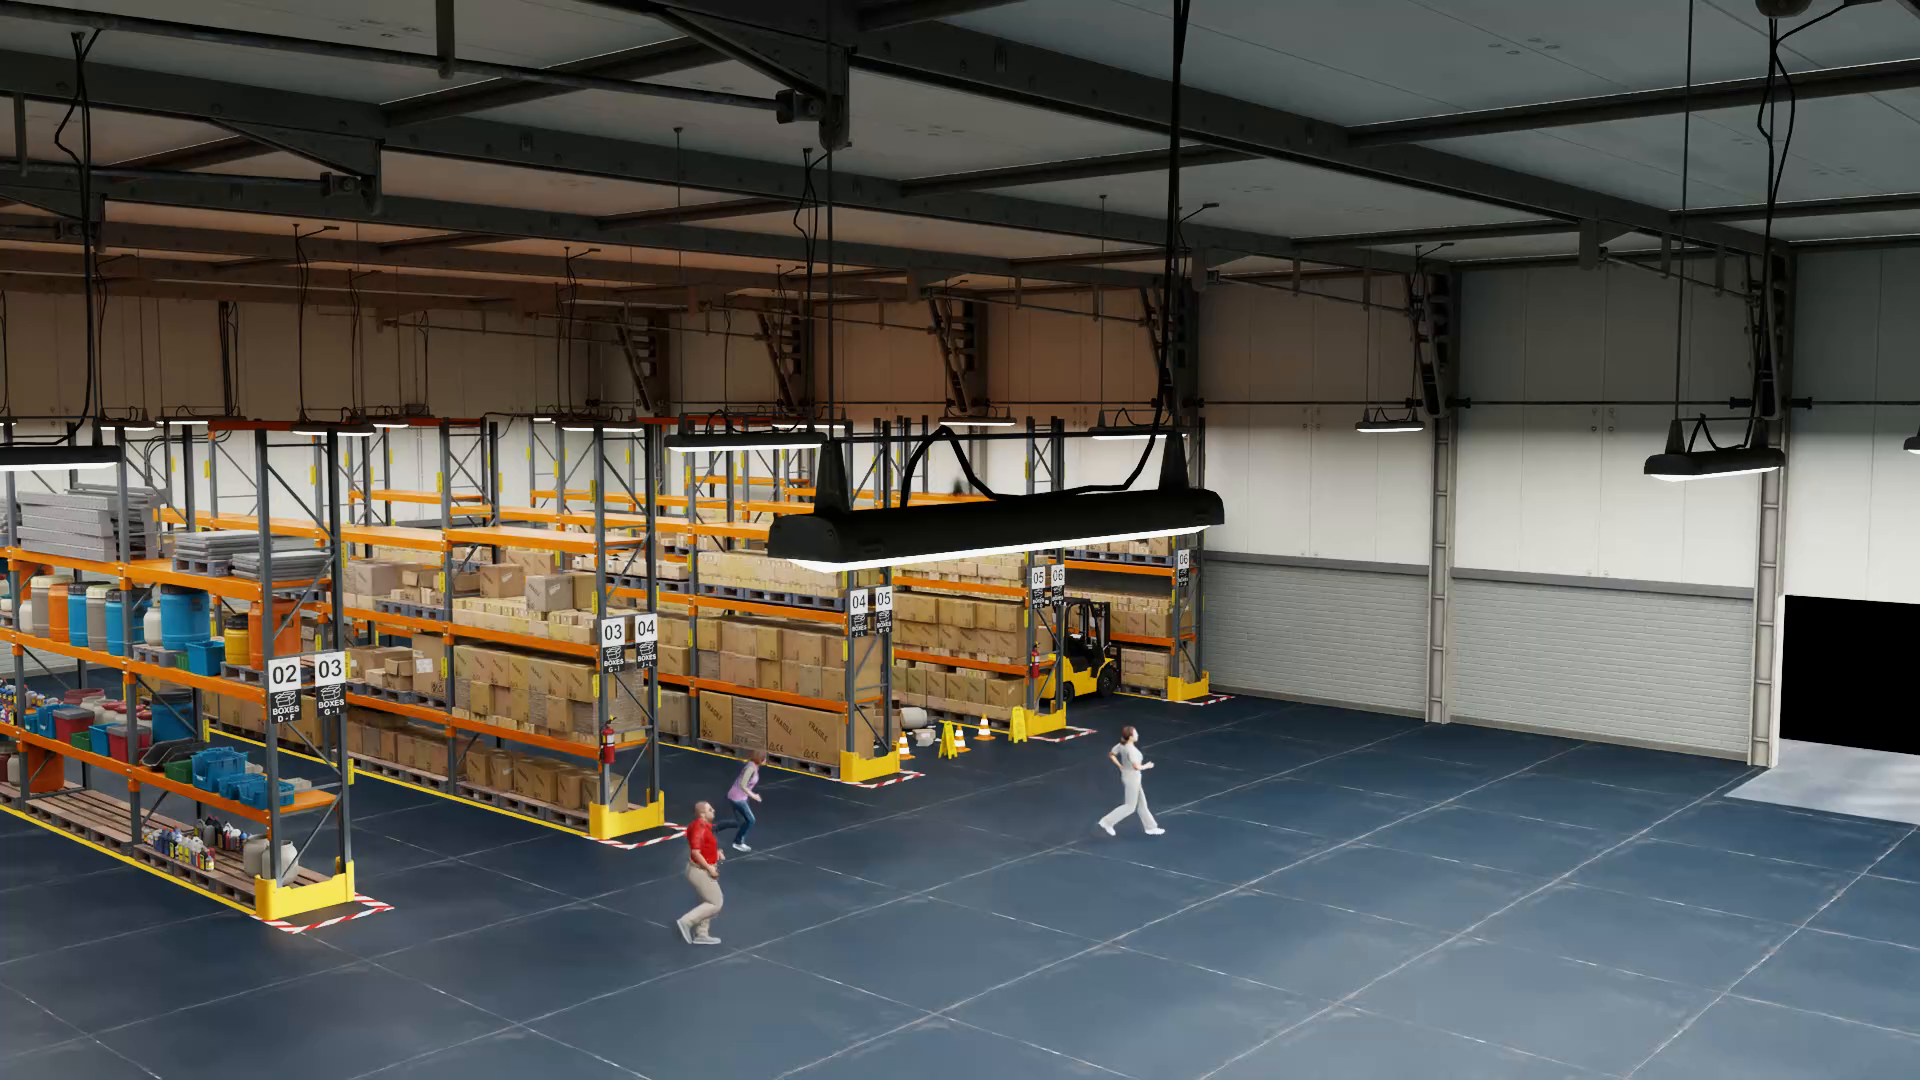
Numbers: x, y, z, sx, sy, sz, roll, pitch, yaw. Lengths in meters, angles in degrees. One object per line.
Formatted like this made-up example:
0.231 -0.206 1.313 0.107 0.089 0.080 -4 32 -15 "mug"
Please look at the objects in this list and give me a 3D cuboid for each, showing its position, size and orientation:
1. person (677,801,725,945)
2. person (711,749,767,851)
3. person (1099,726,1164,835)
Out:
-3.025 3.890 19.382 0.647 1.691 0.653 -2 5 -21 "person"
-3.154 3.674 23.460 0.862 1.456 0.528 0 5 -3 "person"
2.487 3.482 24.019 1.053 1.626 0.581 -1 5 -15 "person"
